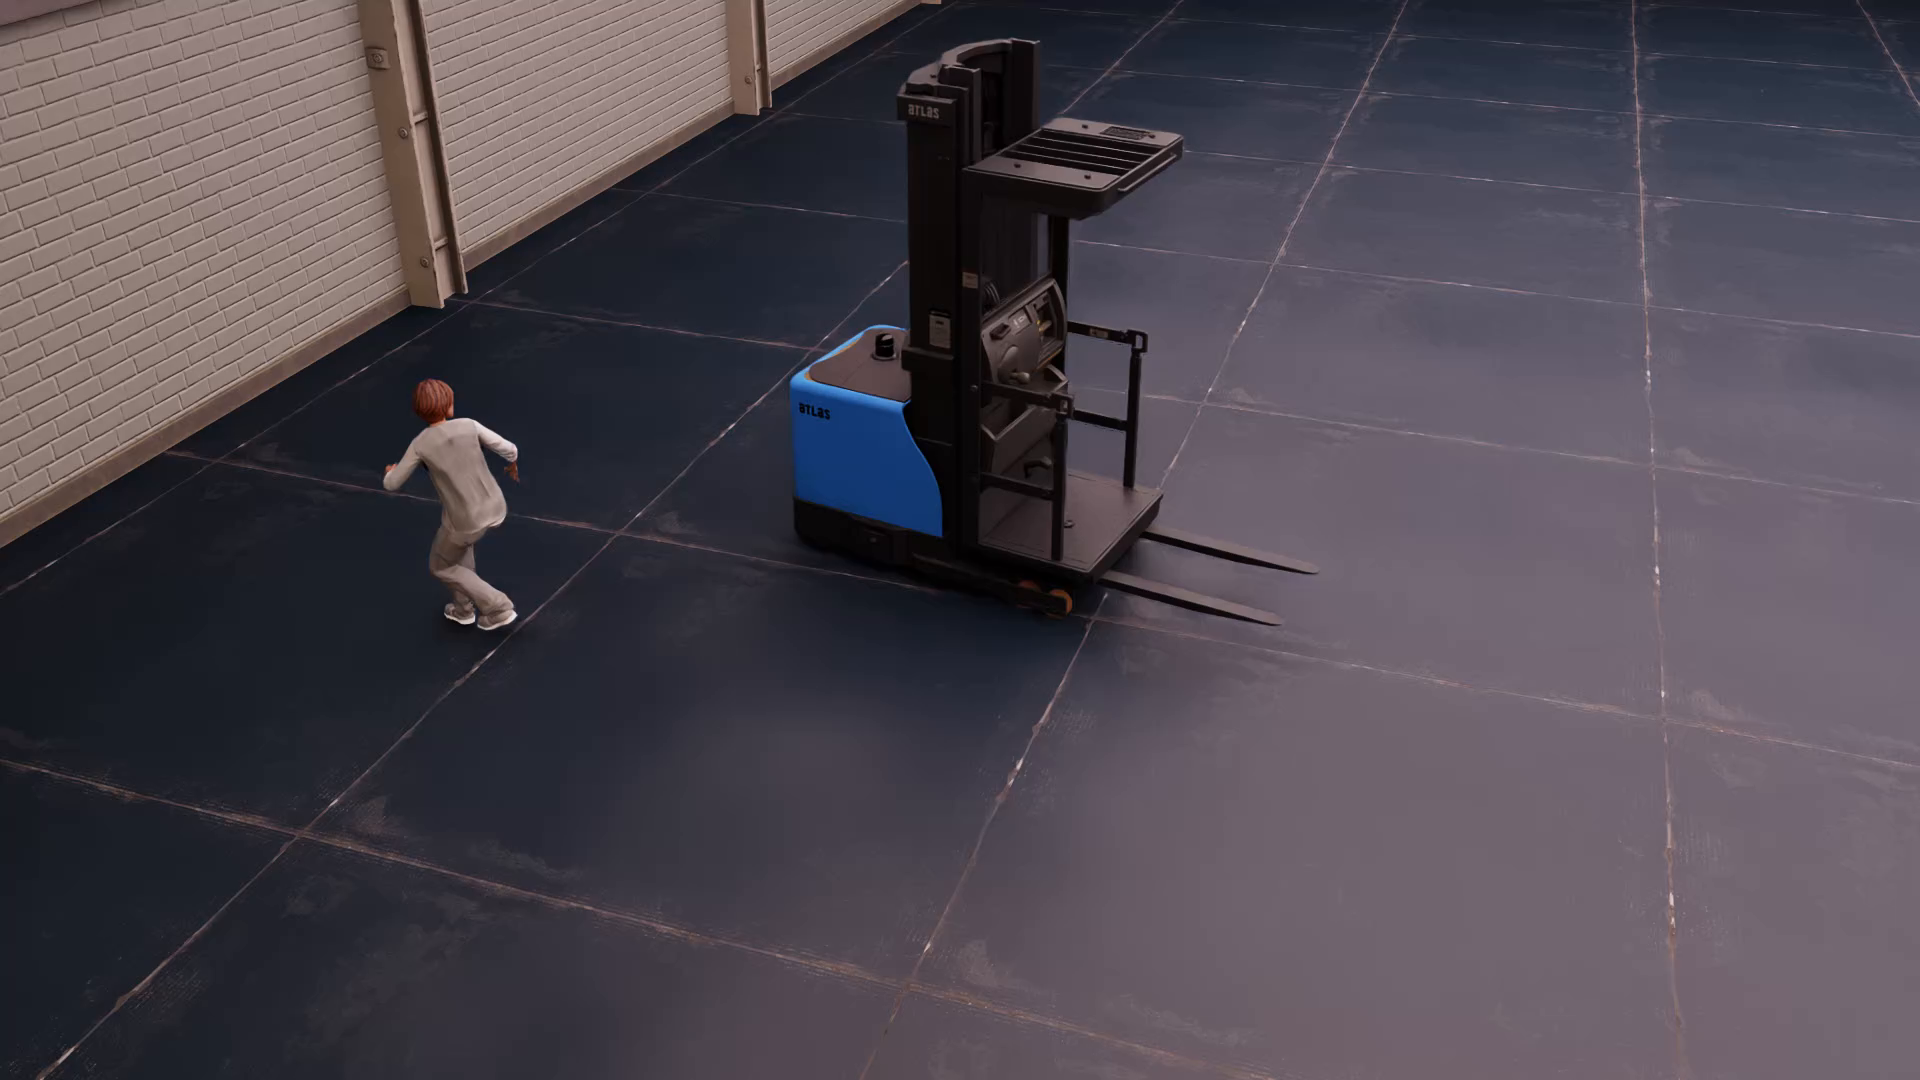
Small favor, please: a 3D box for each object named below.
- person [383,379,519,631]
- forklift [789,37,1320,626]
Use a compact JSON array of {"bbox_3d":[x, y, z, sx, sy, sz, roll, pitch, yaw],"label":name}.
[{"bbox_3d":[-2.698,-0.199,8.981,0.758,1.466,0.738,22,37,34],"label":"person"},{"bbox_3d":[0.538,-1.130,9.119,3.031,2.935,1.130,15,33,25],"label":"forklift"}]
